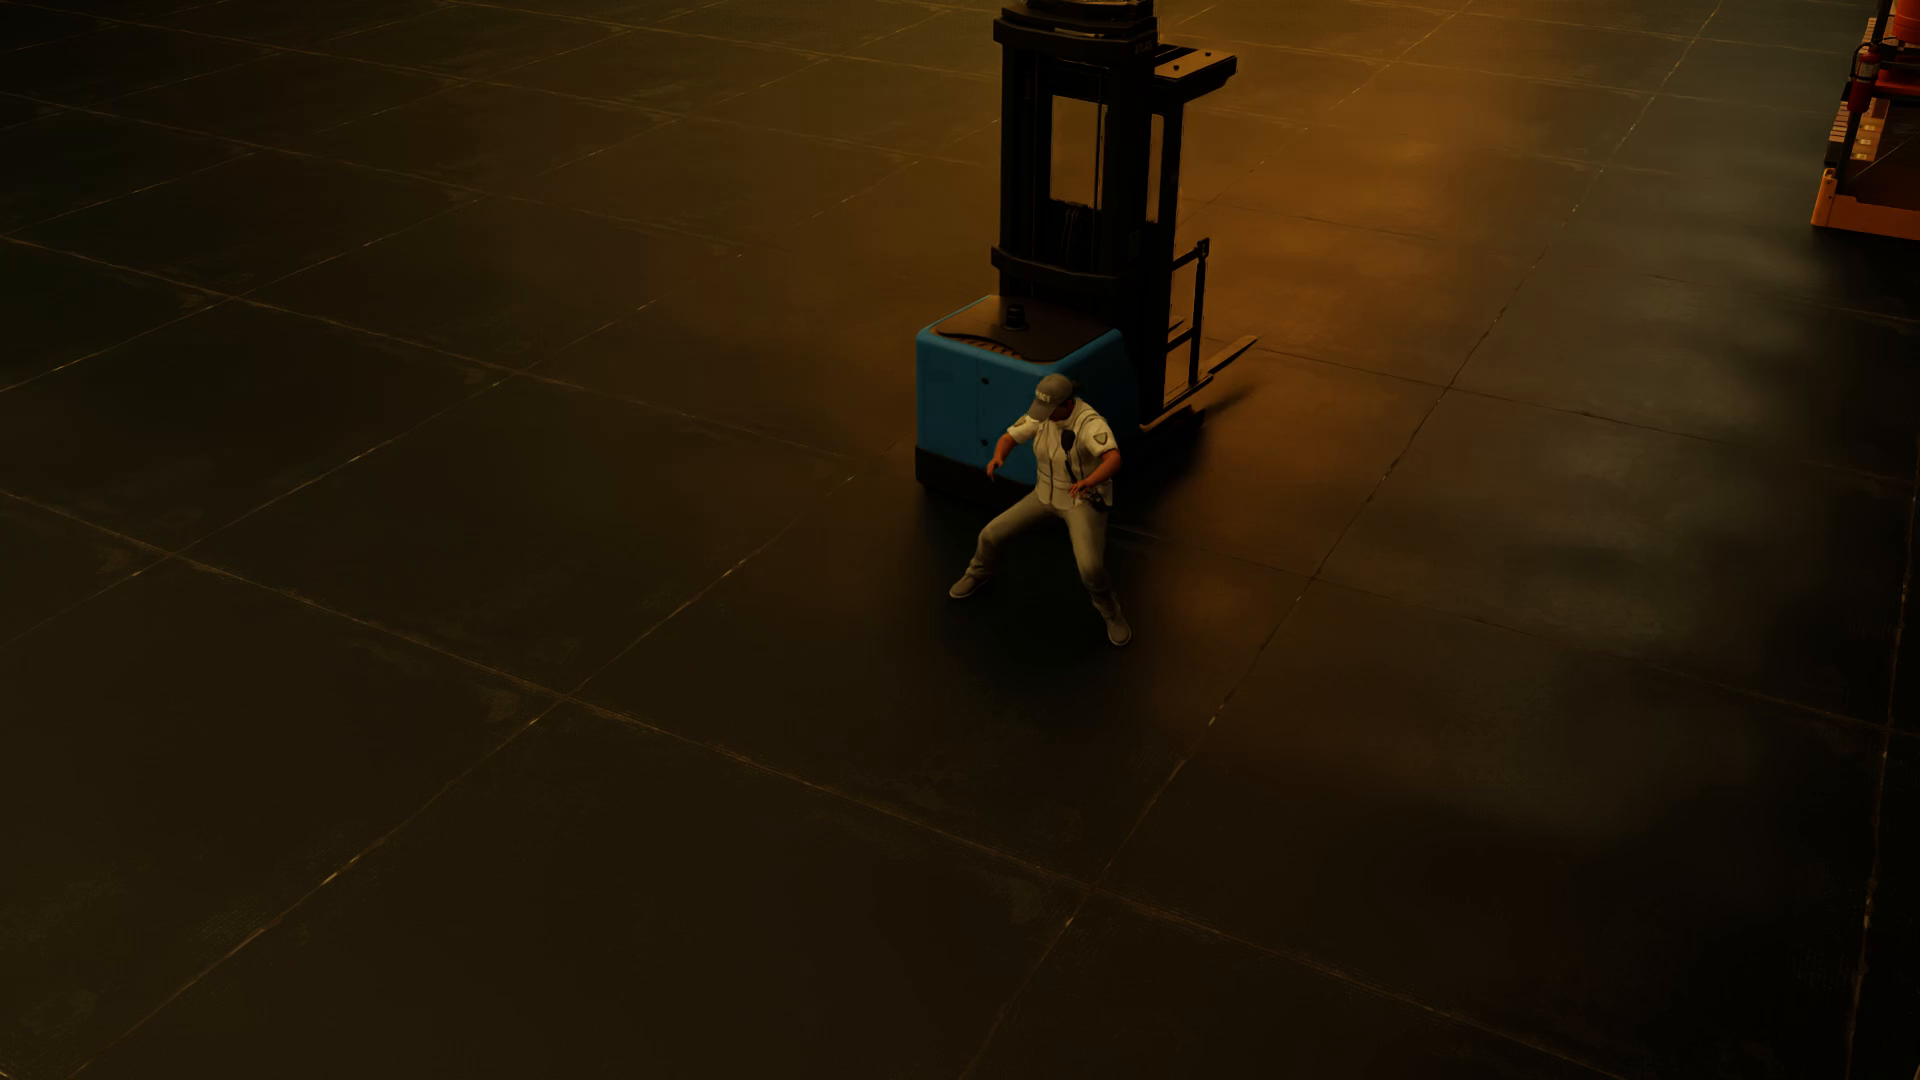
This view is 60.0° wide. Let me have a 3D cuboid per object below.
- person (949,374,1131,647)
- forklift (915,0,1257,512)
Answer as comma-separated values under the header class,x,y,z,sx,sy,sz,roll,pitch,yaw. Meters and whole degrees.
class,x,y,z,sx,sy,sz,roll,pitch,yaw
person,0.490,-0.209,8.936,0.701,1.428,1.092,-25,38,-36
forklift,0.999,-2.048,10.618,1.130,2.935,3.031,20,36,31
